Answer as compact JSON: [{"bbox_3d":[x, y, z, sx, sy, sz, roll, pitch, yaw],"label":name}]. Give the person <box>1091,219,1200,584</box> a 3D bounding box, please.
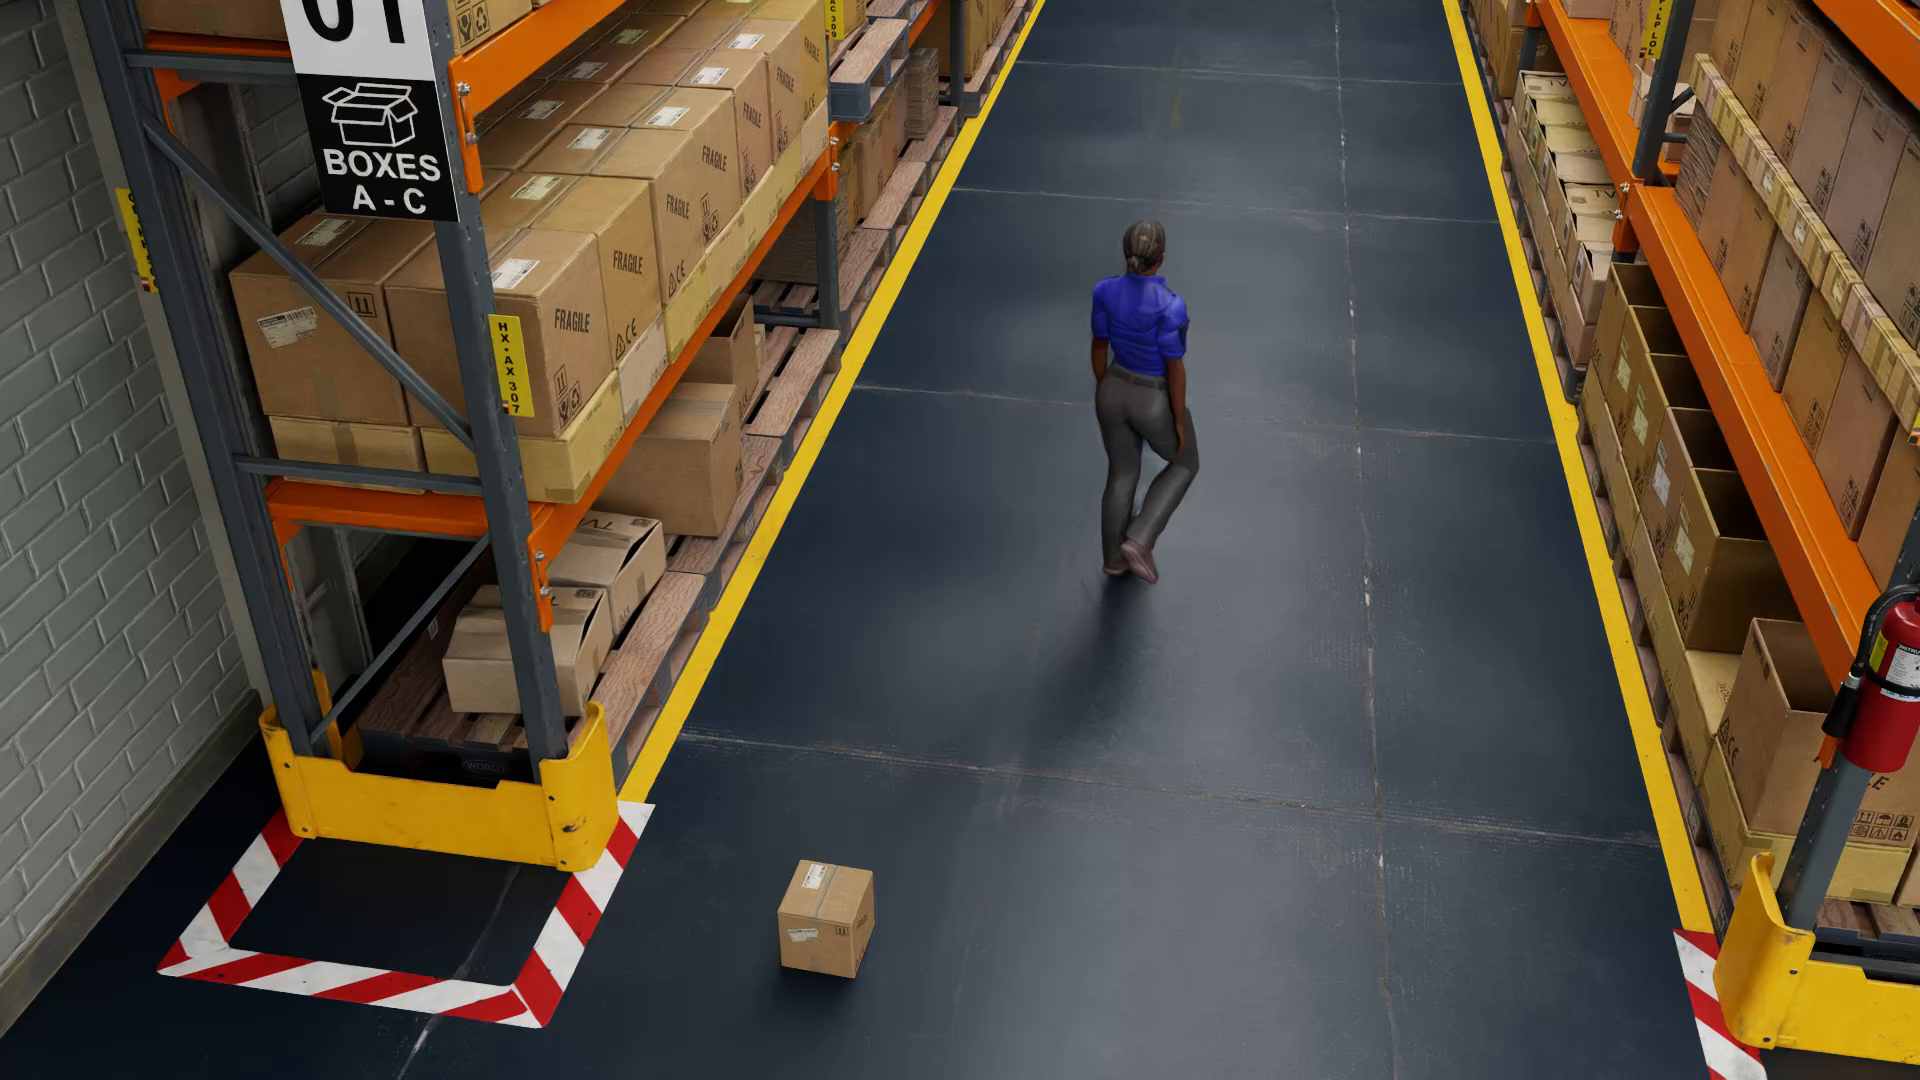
[{"bbox_3d":[0.769,-0.578,6.996,0.473,1.654,0.444,20,38,29],"label":"person"}]
